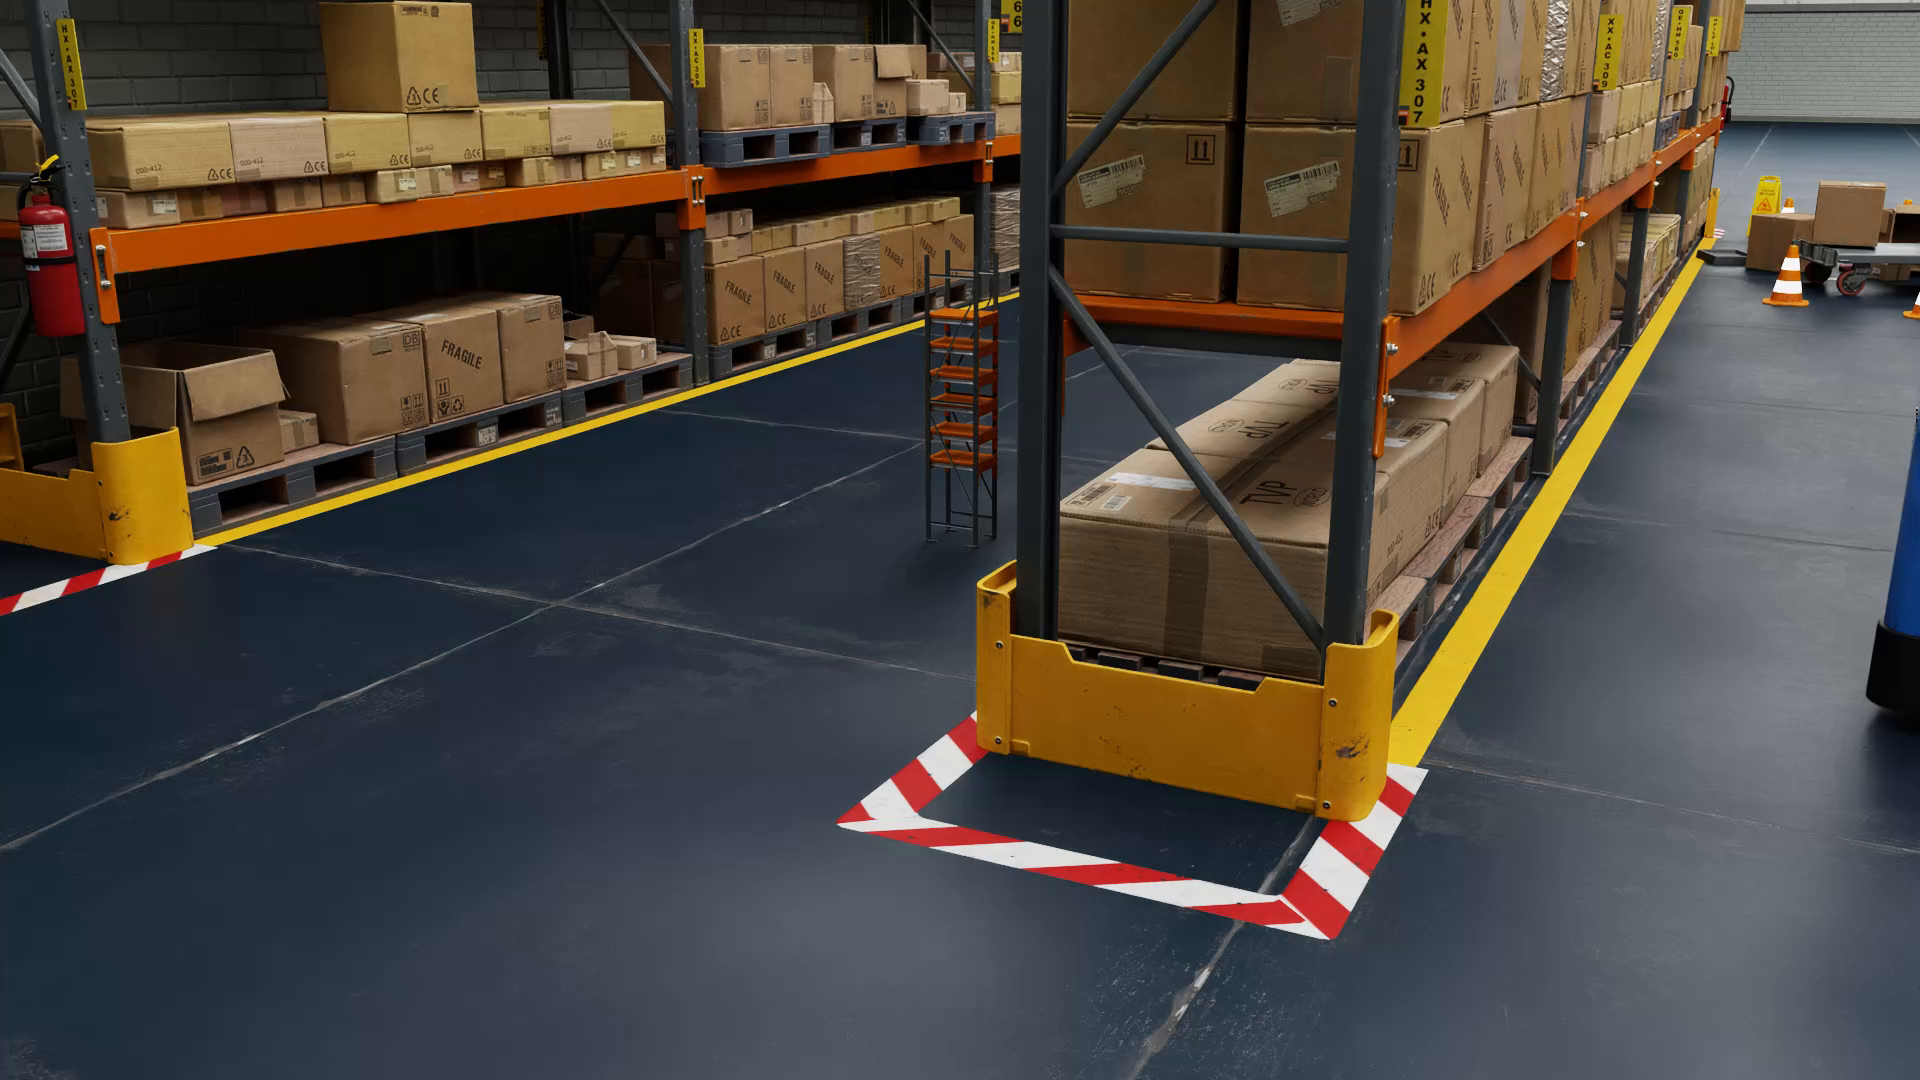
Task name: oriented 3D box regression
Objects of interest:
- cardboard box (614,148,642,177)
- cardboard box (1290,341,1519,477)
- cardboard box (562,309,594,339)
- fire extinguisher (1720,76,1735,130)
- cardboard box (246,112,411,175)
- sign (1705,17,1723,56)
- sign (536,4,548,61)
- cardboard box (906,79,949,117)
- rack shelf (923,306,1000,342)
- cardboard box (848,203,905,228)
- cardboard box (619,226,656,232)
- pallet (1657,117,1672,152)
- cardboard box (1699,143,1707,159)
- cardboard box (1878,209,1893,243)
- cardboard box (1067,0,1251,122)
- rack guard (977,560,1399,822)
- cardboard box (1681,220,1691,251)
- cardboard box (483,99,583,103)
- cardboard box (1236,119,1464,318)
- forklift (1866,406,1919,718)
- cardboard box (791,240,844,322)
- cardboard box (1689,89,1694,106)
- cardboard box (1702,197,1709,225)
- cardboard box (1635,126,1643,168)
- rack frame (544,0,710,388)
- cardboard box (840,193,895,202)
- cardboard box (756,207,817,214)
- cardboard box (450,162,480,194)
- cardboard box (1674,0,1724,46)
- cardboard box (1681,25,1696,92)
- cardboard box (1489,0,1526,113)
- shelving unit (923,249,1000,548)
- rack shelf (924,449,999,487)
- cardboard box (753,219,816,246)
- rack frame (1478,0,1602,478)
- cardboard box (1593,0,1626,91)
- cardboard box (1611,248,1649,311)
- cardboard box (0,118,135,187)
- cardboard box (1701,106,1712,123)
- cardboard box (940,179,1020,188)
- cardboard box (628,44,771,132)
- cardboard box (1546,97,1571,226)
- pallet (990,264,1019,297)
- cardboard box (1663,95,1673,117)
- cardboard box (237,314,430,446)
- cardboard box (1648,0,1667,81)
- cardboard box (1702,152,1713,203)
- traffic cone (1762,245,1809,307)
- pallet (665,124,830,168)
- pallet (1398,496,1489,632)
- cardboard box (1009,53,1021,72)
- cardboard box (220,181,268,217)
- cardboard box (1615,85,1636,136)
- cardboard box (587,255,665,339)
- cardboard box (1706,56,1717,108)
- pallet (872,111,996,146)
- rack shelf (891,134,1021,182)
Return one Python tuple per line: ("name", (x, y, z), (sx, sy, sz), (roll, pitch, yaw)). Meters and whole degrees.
("cardboard box", (-2.031, -2.143, 9.413), (0.380, 0.149, 0.250), (9, 19, 27))
("cardboard box", (2.049, -0.642, 7.681), (0.875, 0.438, 0.875), (8, 18, 25))
("cardboard box", (-2.524, -1.220, 9.850), (0.500, 0.311, 0.500), (9, 19, 27))
("fire extinguisher", (8.251, -4.806, 18.072), (0.296, 0.674, 0.183), (8, 18, 25))
("cardboard box", (-2.912, -1.837, 7.683), (0.500, 0.250, 0.500), (8, 18, 24))
("sign", (6.498, -4.339, 14.330), (0.100, 0.325, 0.005), (8, 18, 25))
("sign", (-2.515, -3.071, 10.062), (0.100, 0.325, 0.005), (8, 18, 25))
("cardboard box", (-0.412, -3.285, 12.340), (0.500, 0.250, 0.500), (7, 18, 23))
("rack shelf", (0.006, -0.881, 6.776), (0.258, 0.103, 0.180), (8, 18, 25))
("cardboard box", (-0.634, -2.425, 12.433), (0.380, 0.149, 0.250), (9, 19, 27))
("cardboard box", (-1.998, -1.958, 10.863), (0.380, 0.149, 0.250), (8, 18, 25))
("pallet", (4.436, -2.938, 11.983), (1.213, 0.211, 1.003), (8, 18, 25))
("cardboard box", (6.960, -3.747, 16.008), (0.380, 0.149, 0.250), (9, 19, 29))
("cardboard box", (9.267, -2.906, 15.925), (0.797, 0.503, 0.637), (-4, 17, -13))
("cardboard box", (0.640, -1.477, 4.797), (0.500, 0.500, 0.500), (9, 19, 27))
("rack guard", (0.627, 0.408, 4.774), (1.175, 0.500, 0.348), (8, 18, 25))
("cardboard box", (6.505, -2.852, 15.452), (0.500, 0.250, 0.500), (7, 18, 23))
("cardboard box", (-2.480, -2.425, 9.662), (0.500, 0.250, 0.500), (8, 18, 25))
("cardboard box", (1.109, -0.930, 4.713), (0.500, 0.500, 0.500), (8, 18, 25))
("forklift", (4.262, -0.999, 5.240), (3.031, 2.935, 1.130), (-13, 21, -37))
("cardboard box", (-1.144, -1.807, 11.493), (0.500, 0.500, 0.500), (8, 18, 24))
("cardboard box", (6.017, -3.768, 14.146), (0.380, 0.149, 0.250), (8, 18, 26))
("cardboard box", (7.656, -3.509, 17.663), (0.500, 0.250, 0.500), (8, 18, 25))
("cardboard box", (3.765, -2.342, 9.906), (0.500, 0.250, 0.500), (8, 18, 25))
("rack frame", (-2.017, -2.446, 9.992), (1.000, 3.000, 0.127), (8, 18, 25))
("cardboard box", (-0.742, -2.686, 13.312), (0.380, 0.149, 0.250), (9, 19, 28))
("cardboard box", (-1.272, -2.350, 12.180), (0.380, 0.149, 0.250), (8, 18, 26))
("cardboard box", (-2.639, -1.822, 8.330), (0.380, 0.149, 0.250), (8, 18, 25))
("cardboard box", (6.390, -4.608, 14.815), (0.700, 0.500, 0.500), (8, 18, 25))
("cardboard box", (5.542, -3.841, 13.253), (0.500, 0.500, 0.500), (9, 19, 27))
("cardboard box", (1.555, -1.675, 5.462), (0.500, 0.500, 0.500), (8, 18, 25))
("shelving unit", (0.006, -0.579, 6.866), (0.258, 1.200, 0.189), (8, 18, 25))
("rack shelf", (0.006, -0.306, 6.947), (0.258, 0.103, 0.180), (8, 18, 25))
("cardboard box", (-1.204, -2.095, 11.324), (0.380, 0.149, 0.250), (8, 18, 25))
("rack frame", (2.425, -1.816, 7.869), (1.000, 3.000, 0.127), (8, 18, 25))
("cardboard box", (2.879, -2.418, 7.966), (0.500, 0.500, 0.500), (8, 18, 26))
("cardboard box", (4.474, -1.919, 12.094), (0.950, 0.372, 0.625), (7, 18, 22))
("cardboard box", (-3.836, -1.649, 7.049), (0.500, 0.250, 0.500), (9, 19, 27))
("cardboard box", (7.008, -4.097, 15.991), (0.380, 0.149, 0.250), (8, 18, 26))
("cardboard box", (0.346, -2.853, 14.793), (0.875, 0.625, 0.625), (9, 19, 27))
("cardboard box", (-1.601, -2.790, 10.237), (0.700, 0.500, 0.500), (9, 19, 27))
("cardboard box", (2.222, -1.581, 6.904), (0.500, 0.500, 0.500), (8, 18, 24))
("pallet", (0.173, -2.333, 14.509), (1.003, 0.211, 1.213), (8, 18, 25))
("cardboard box", (4.985, -3.173, 12.144), (0.380, 0.149, 0.250), (8, 18, 26))
("cardboard box", (-3.030, -0.787, 8.058), (0.700, 0.500, 0.500), (9, 19, 28))
("cardboard box", (3.994, -3.065, 10.144), (0.500, 0.500, 0.500), (8, 19, 26))
("cardboard box", (7.432, -3.744, 17.137), (0.500, 0.500, 0.500), (9, 19, 27))
("traffic cone", (6.698, -2.143, 13.428), (0.336, 0.463, 0.334), (8, 18, 25))
("pallet", (-1.562, -2.544, 10.658), (1.003, 0.211, 1.213), (8, 18, 25))
("pallet", (1.471, 0.017, 6.597), (1.003, 0.211, 1.213), (8, 18, 25))
("cardboard box", (0.294, -3.936, 13.692), (0.380, 0.149, 0.250), (9, 19, 27))
("cardboard box", (-3.254, -1.498, 7.240), (0.380, 0.149, 0.250), (8, 18, 25))
("cardboard box", (3.331, -2.321, 8.956), (0.500, 0.250, 0.500), (8, 18, 26))
("cardboard box", (-2.062, -1.612, 10.836), (0.500, 0.500, 0.500), (8, 18, 25))
("cardboard box", (6.885, -4.378, 15.796), (0.500, 0.500, 0.500), (8, 18, 25))
("pallet", (-0.470, -3.191, 12.838), (1.213, 0.211, 1.003), (8, 18, 25))
("rack shelf", (0.664, -3.630, 15.240), (1.077, 0.370, 4.000), (8, 18, 25))
